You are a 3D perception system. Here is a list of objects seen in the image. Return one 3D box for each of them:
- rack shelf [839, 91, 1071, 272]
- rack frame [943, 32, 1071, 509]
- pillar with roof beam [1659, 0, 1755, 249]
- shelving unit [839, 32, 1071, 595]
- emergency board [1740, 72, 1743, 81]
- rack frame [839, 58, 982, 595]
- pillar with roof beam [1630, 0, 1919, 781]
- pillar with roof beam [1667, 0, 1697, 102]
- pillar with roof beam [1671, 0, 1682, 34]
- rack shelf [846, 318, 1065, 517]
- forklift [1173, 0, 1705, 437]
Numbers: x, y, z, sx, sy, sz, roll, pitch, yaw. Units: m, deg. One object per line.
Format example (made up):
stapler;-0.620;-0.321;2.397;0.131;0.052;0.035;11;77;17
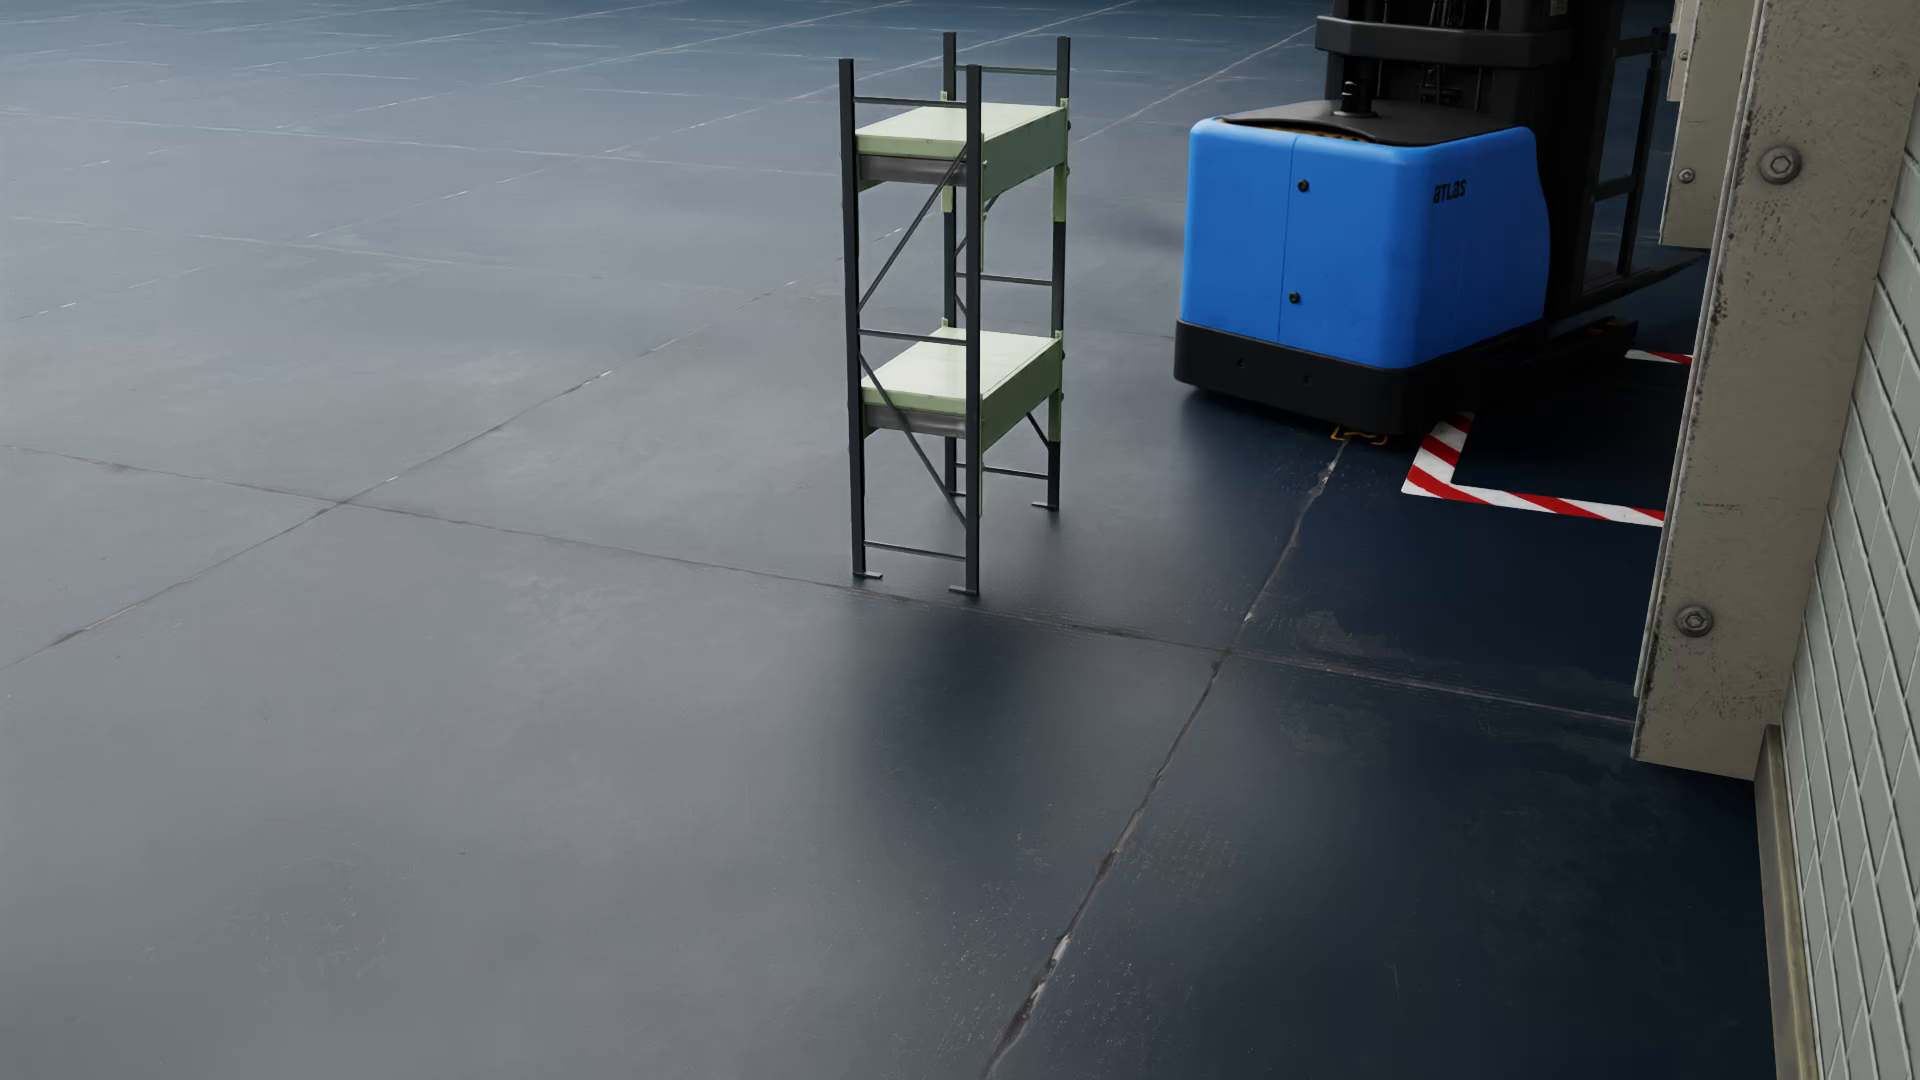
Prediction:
rack shelf;0.002;-1.055;4.816;0.431;0.370;0.720;9;24;20
rack frame;0.138;-0.825;5.280;0.400;1.500;0.023;9;24;20
pillar with roof beam;0.059;-6.439;8.990;9.100;9.000;0.400;9;24;20
shelving unit;0.002;-0.694;4.967;0.431;1.500;0.755;9;24;20
emergency board;2.780;-1.786;5.635;0.194;1.169;0.643;9;24;20
rack frame;-0.133;-0.563;4.653;0.400;1.500;0.023;9;24;20
pillar with roof beam;-2.170;-4.292;3.850;9.100;9.000;0.400;9;24;20
pillar with roof beam;2.287;-8.586;14.131;9.100;9.000;0.400;9;24;20
pillar with roof beam;4.516;-10.733;19.271;9.100;9.000;0.400;9;24;20
rack shelf;0.002;-0.394;5.092;0.431;0.370;0.720;9;24;20
forklift;2.251;-2.200;6.714;3.031;2.935;1.130;-21;30;-40
